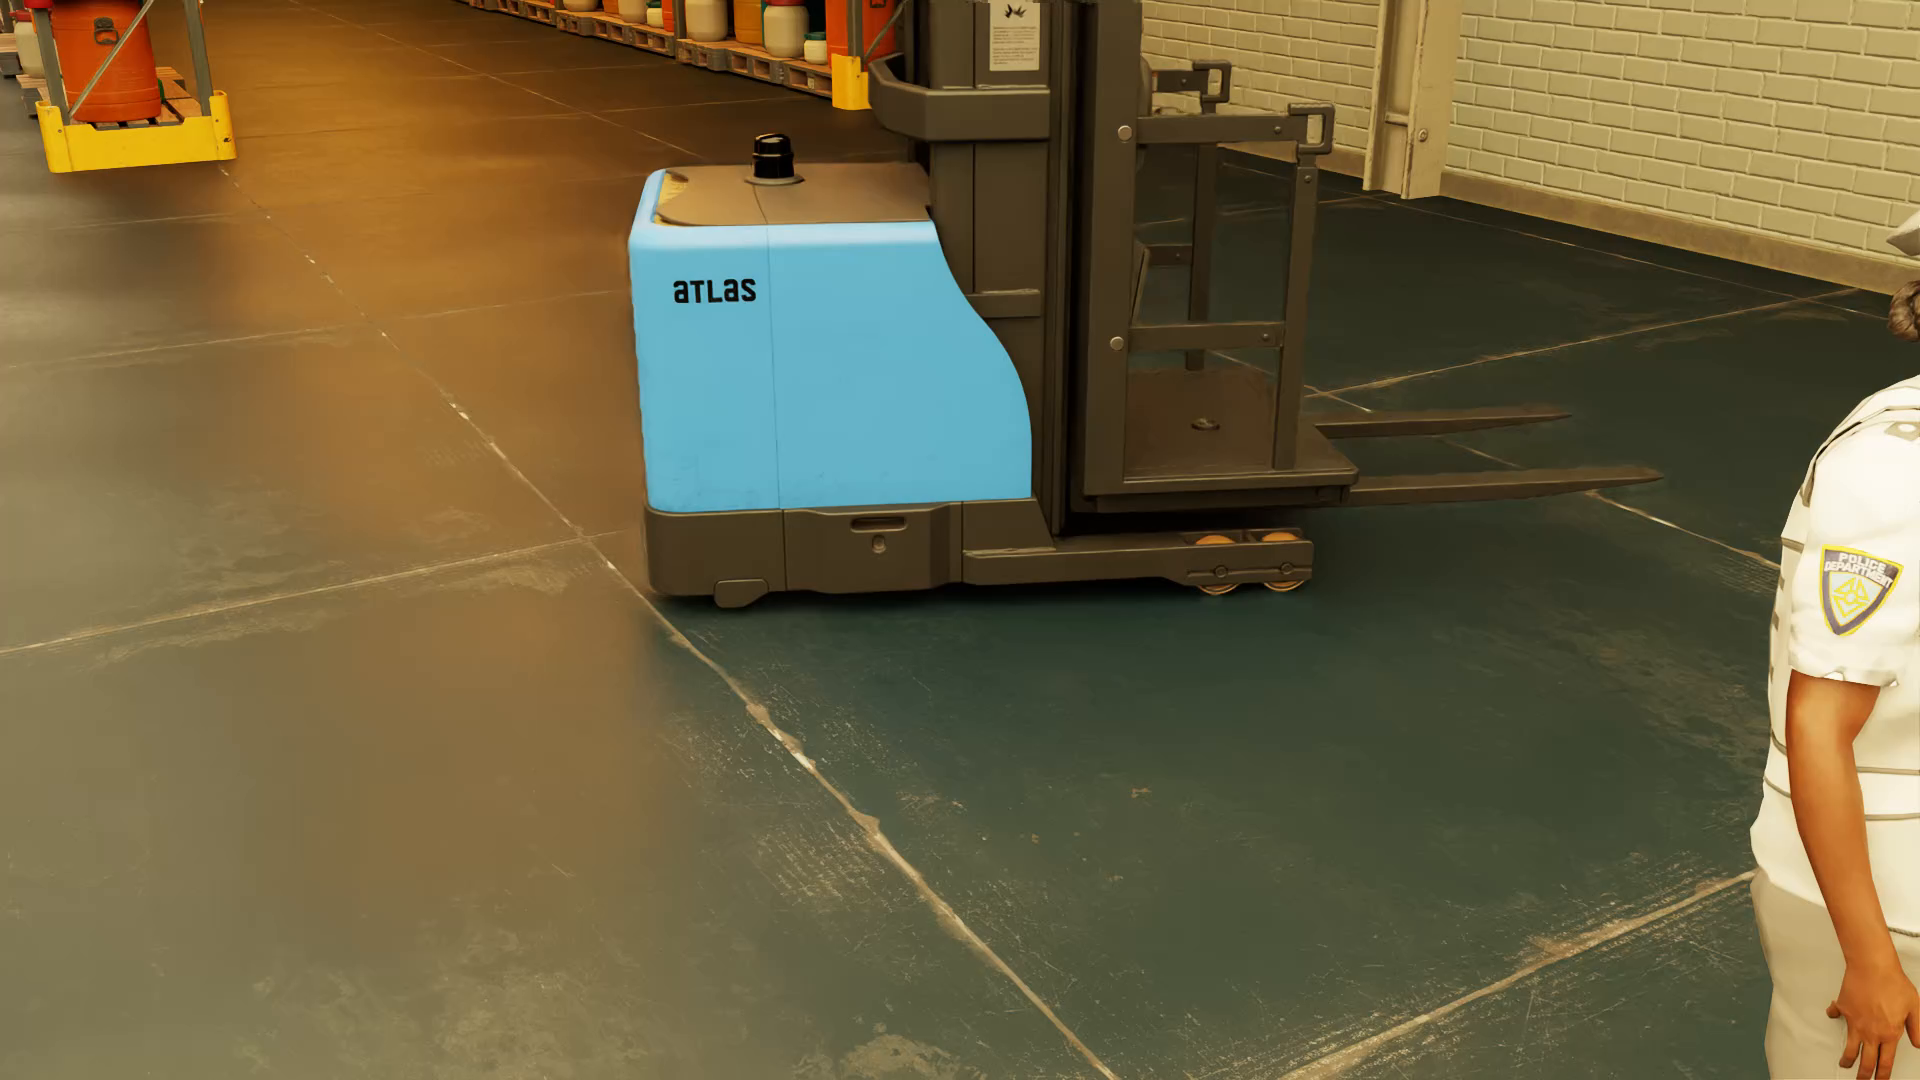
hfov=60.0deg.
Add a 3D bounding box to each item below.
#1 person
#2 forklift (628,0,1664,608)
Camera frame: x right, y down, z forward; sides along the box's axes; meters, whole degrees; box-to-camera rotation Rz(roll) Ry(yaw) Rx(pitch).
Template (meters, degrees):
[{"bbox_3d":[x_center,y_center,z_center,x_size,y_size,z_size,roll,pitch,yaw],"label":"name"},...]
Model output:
[{"bbox_3d":[1.144,0.414,1.875,0.570,1.695,0.530,-18,29,-38],"label":"person"},{"bbox_3d":[0.584,-1.397,4.679,3.031,2.935,1.130,-3,22,-6],"label":"forklift"}]
